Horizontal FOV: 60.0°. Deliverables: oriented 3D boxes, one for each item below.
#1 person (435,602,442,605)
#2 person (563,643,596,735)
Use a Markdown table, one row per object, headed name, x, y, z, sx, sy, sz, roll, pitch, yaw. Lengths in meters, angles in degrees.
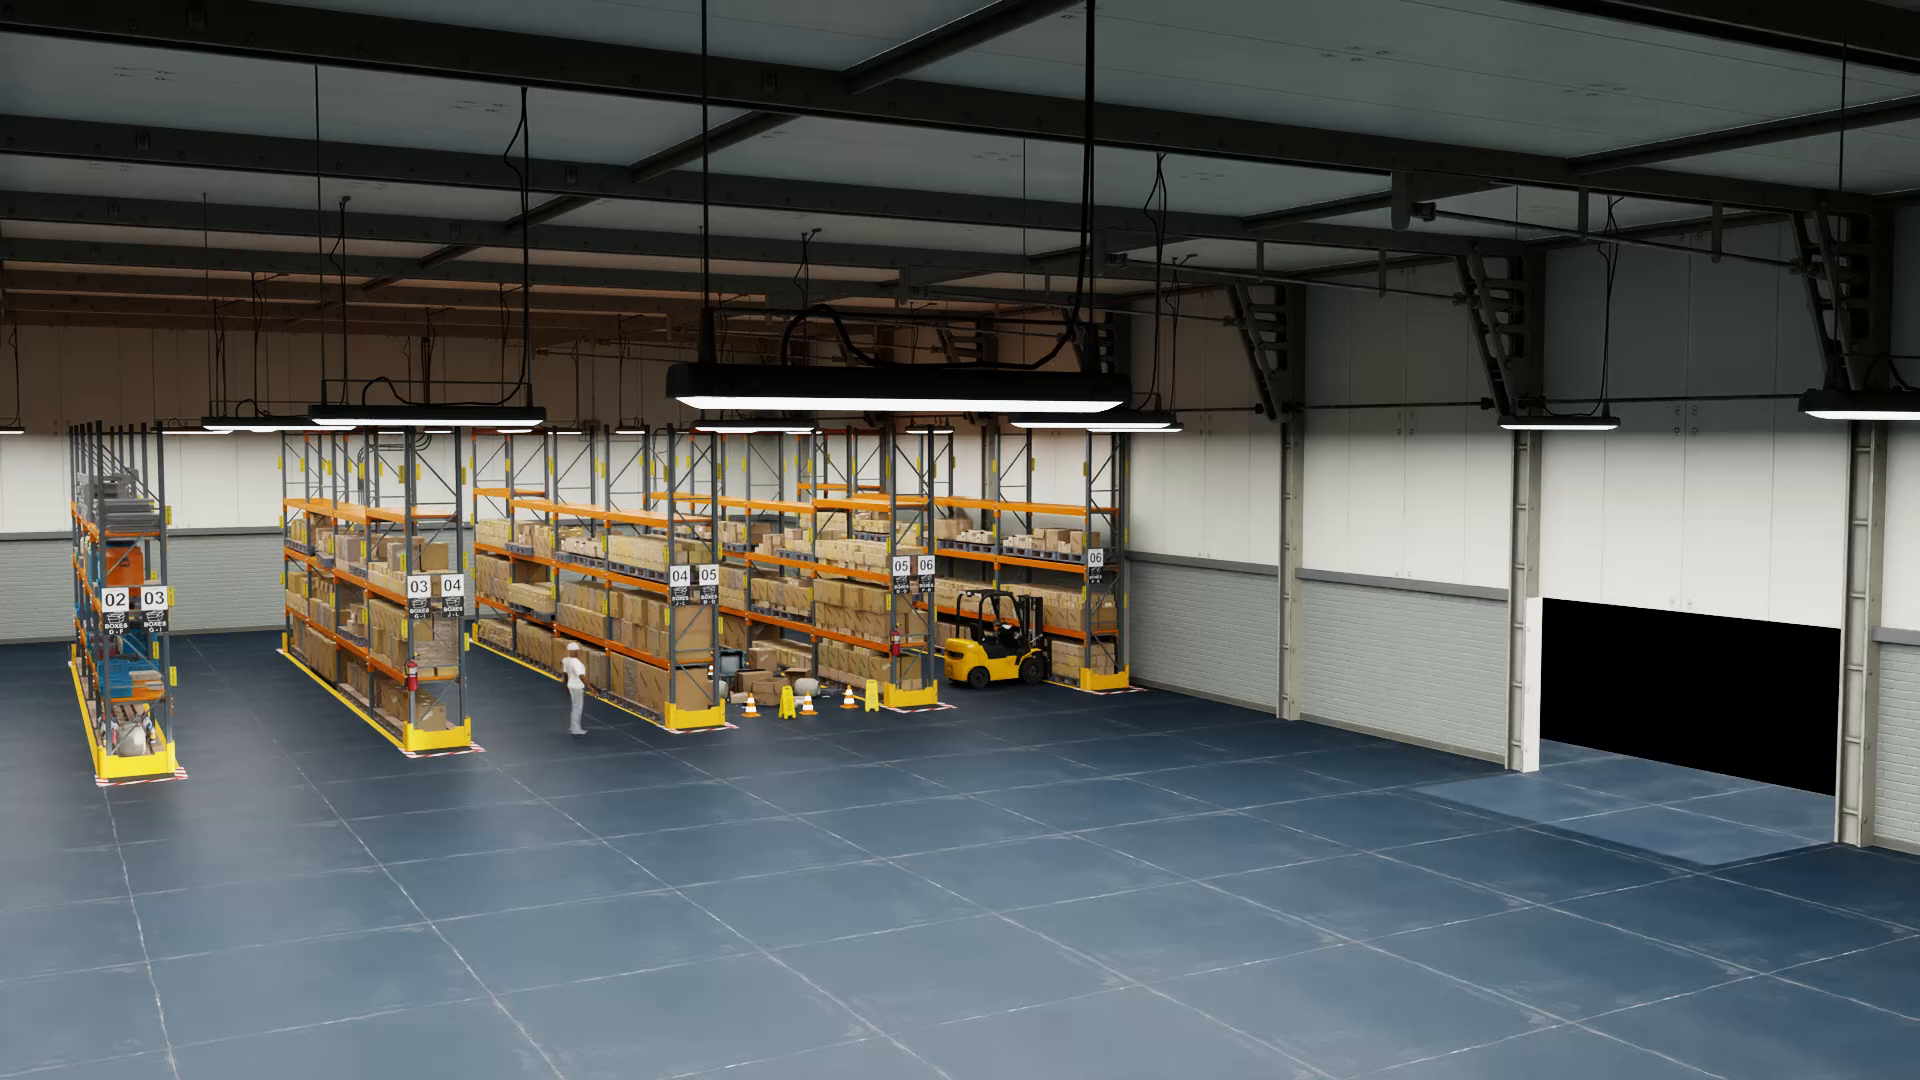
| name | x | y | z | sx | sy | sz | roll | pitch | yaw |
| --- | --- | --- | --- | --- | --- | --- | --- | --- | --- |
| person | -14.960 | 1.899 | 47.801 | 0.717 | 1.715 | 0.540 | 0 | 4 | -6 |
| person | -7.342 | 2.871 | 32.084 | 0.619 | 1.798 | 0.614 | -1 | 4 | -12 |
